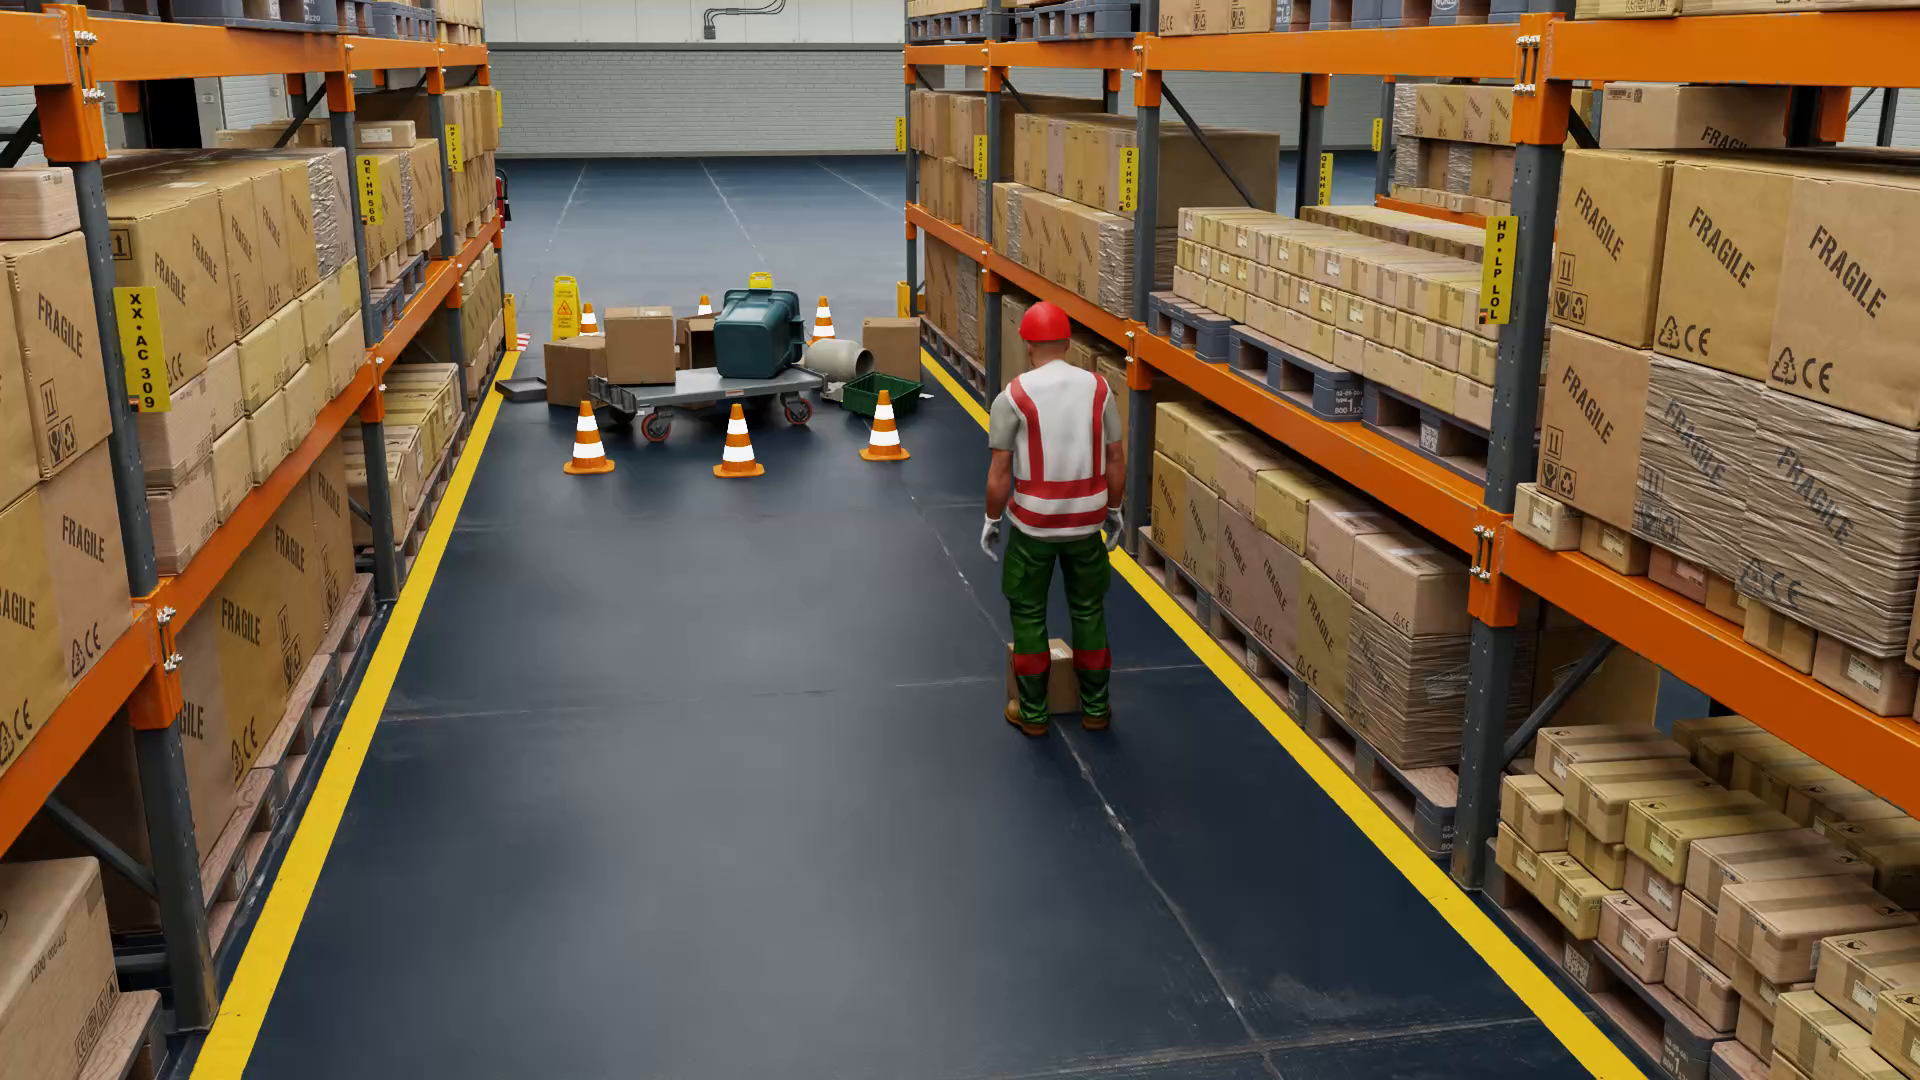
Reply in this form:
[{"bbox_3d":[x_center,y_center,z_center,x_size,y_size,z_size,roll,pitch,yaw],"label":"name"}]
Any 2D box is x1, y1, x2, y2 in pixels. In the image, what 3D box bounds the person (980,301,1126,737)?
[{"bbox_3d":[0.382,-0.075,6.767,0.612,1.778,0.453,-4,17,-13],"label":"person"}]
